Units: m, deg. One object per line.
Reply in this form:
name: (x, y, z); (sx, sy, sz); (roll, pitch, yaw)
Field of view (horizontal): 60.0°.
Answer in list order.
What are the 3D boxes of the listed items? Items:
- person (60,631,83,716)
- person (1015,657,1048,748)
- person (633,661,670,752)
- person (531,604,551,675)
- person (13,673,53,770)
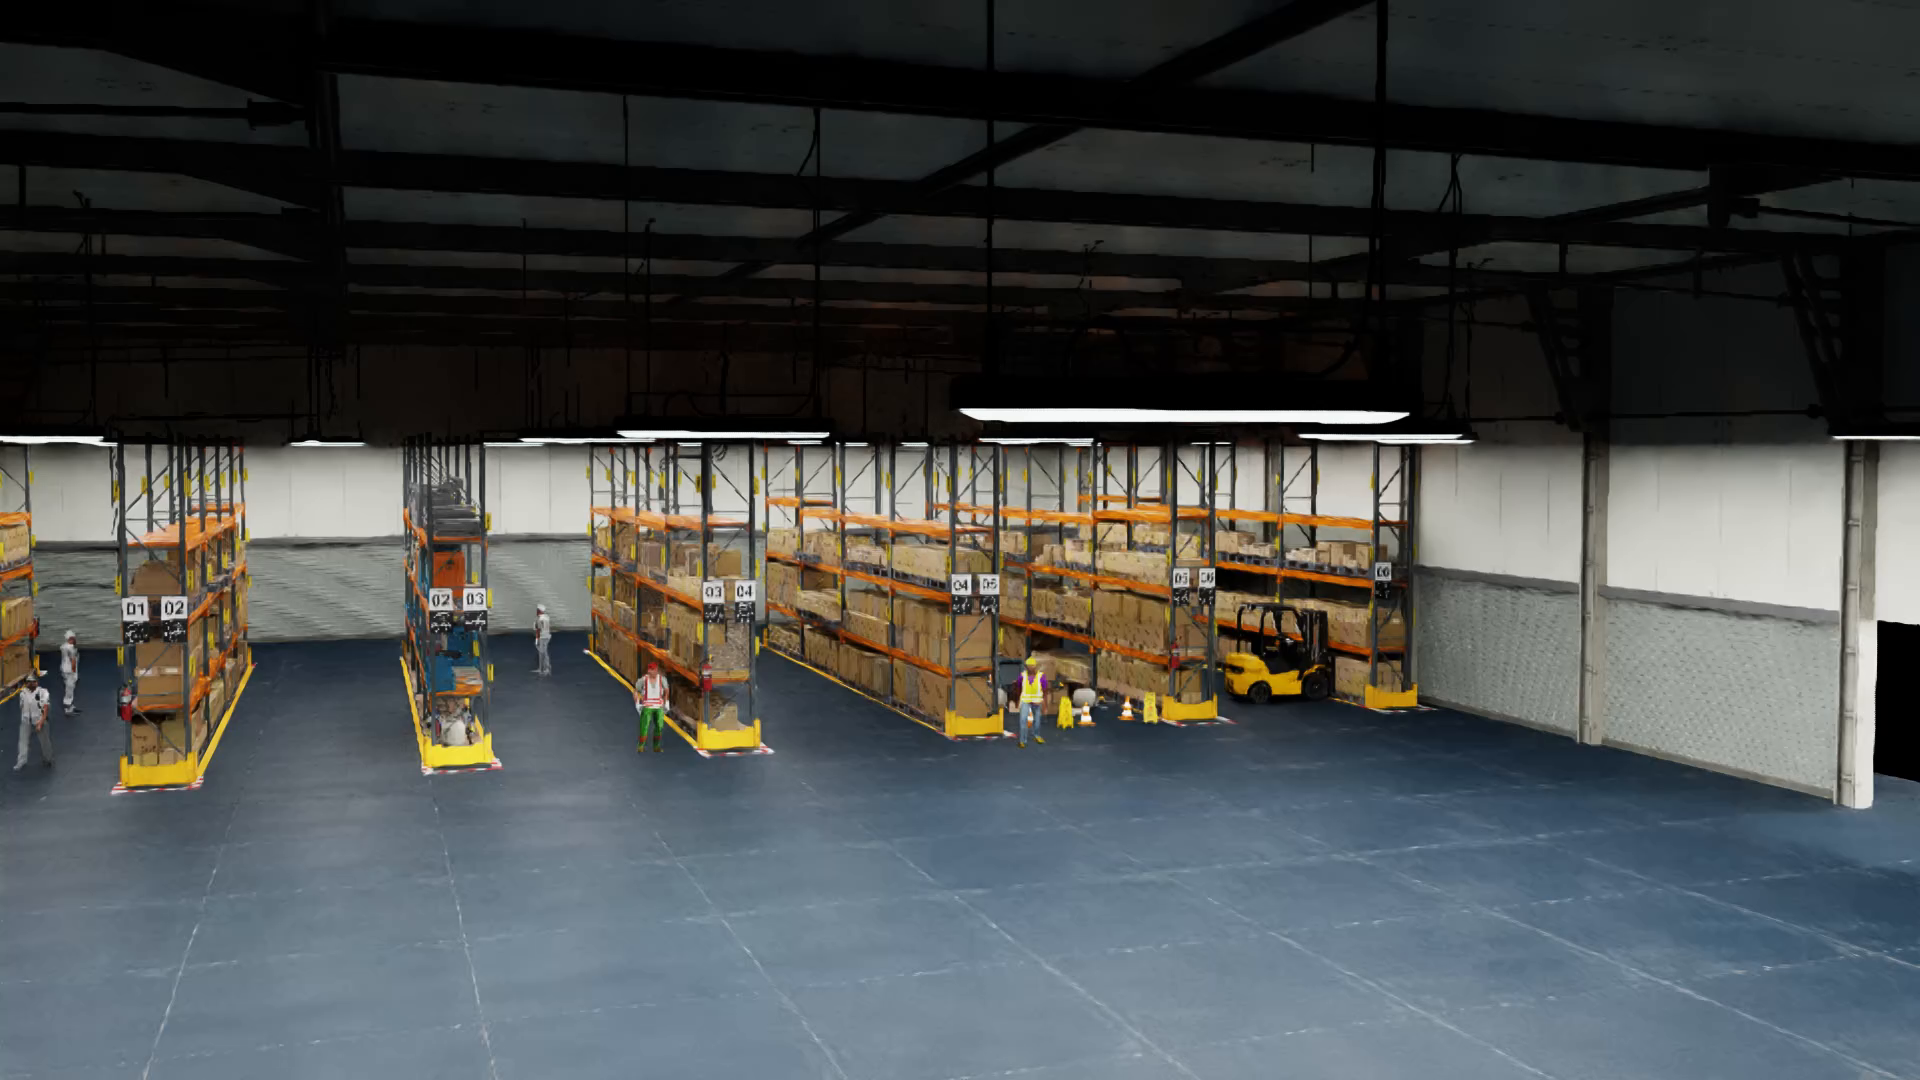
person: (-18.991, 2.835, 35.585); (0.618, 1.794, 0.468); (3, 4, 44)
person: (1.368, 3.100, 31.893); (0.620, 1.723, 0.959); (0, 3, 4)
person: (-5.787, 3.128, 31.228); (0.678, 1.741, 0.546); (-1, 3, -21)
person: (-10.559, 2.497, 41.884); (0.594, 1.778, 0.678); (0, 3, 2)
person: (-16.510, 3.203, 29.661); (0.532, 1.700, 1.032); (-1, 3, -11)
